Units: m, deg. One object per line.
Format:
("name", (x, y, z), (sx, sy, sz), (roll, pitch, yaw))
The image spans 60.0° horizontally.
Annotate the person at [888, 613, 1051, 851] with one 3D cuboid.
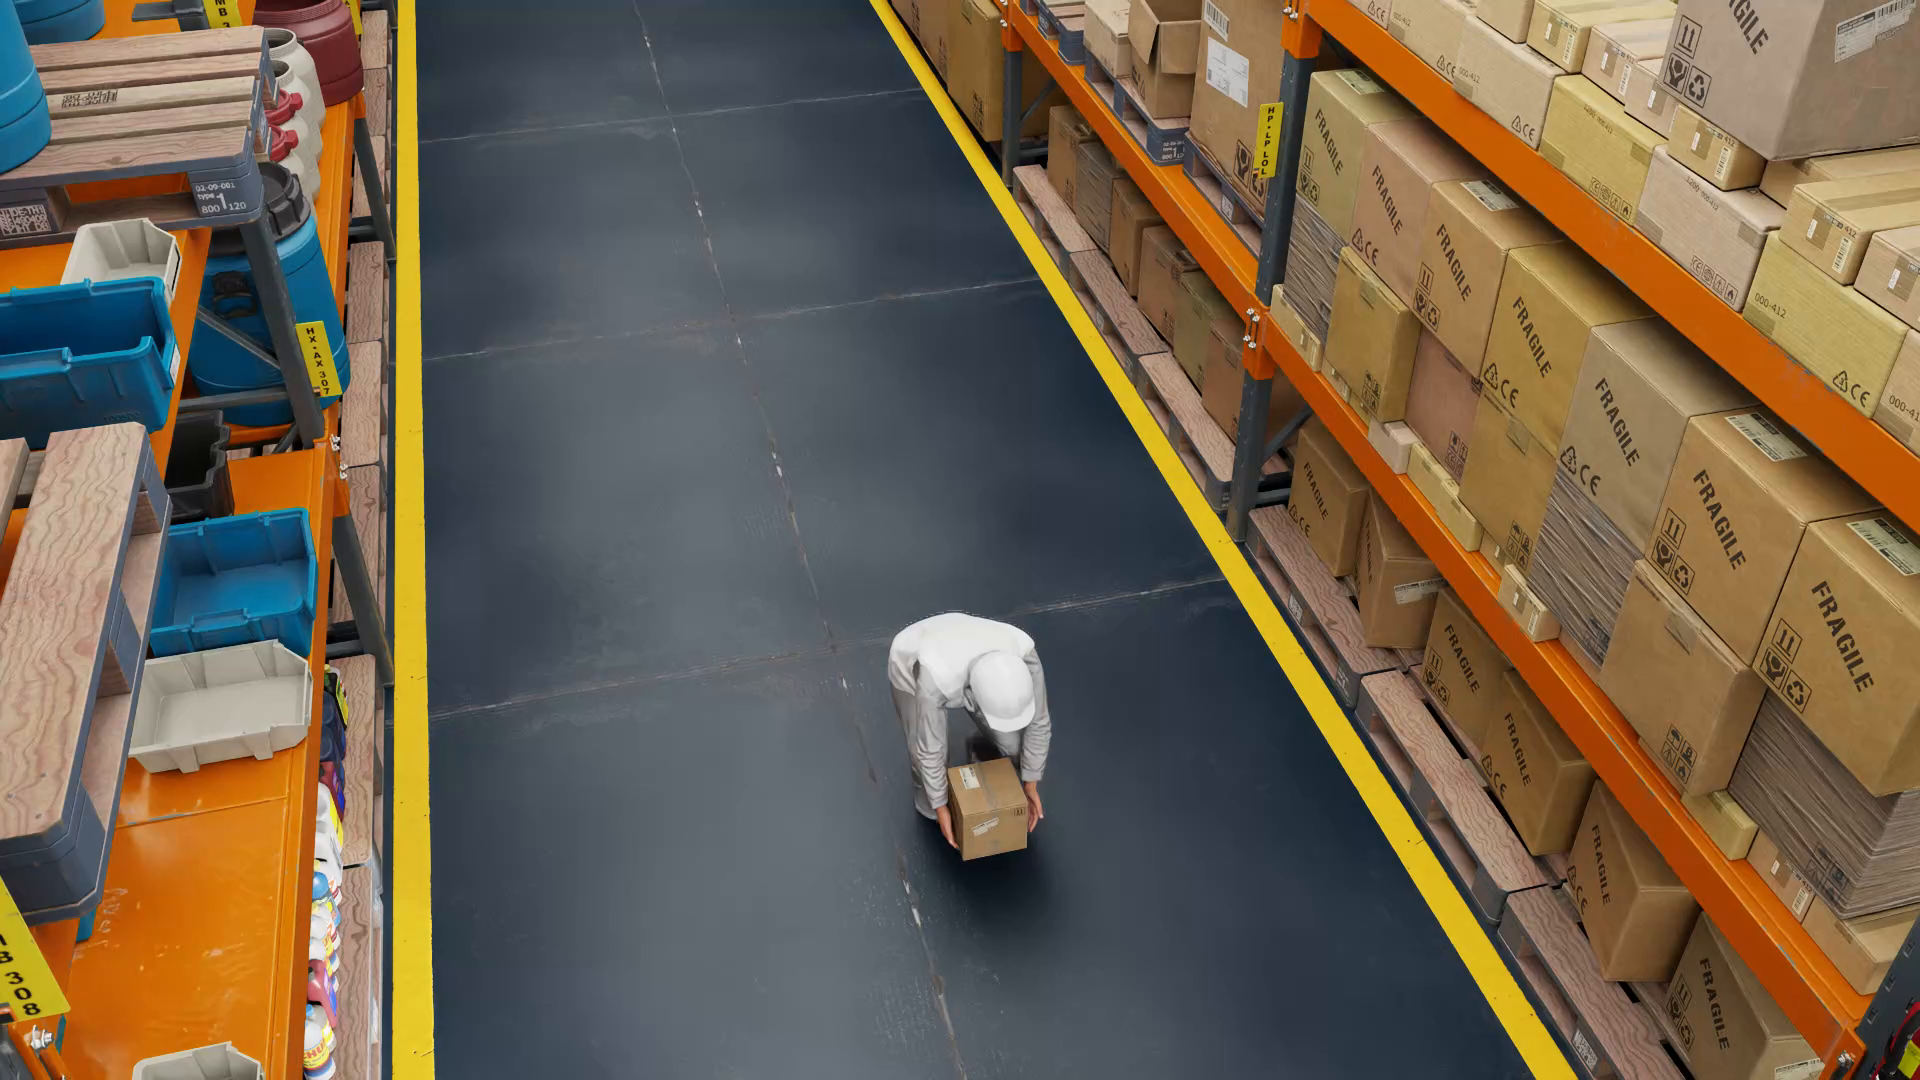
("person", (0.040, 0.651, 6.460), (0.536, 1.039, 0.871), (-9, 39, -12))
